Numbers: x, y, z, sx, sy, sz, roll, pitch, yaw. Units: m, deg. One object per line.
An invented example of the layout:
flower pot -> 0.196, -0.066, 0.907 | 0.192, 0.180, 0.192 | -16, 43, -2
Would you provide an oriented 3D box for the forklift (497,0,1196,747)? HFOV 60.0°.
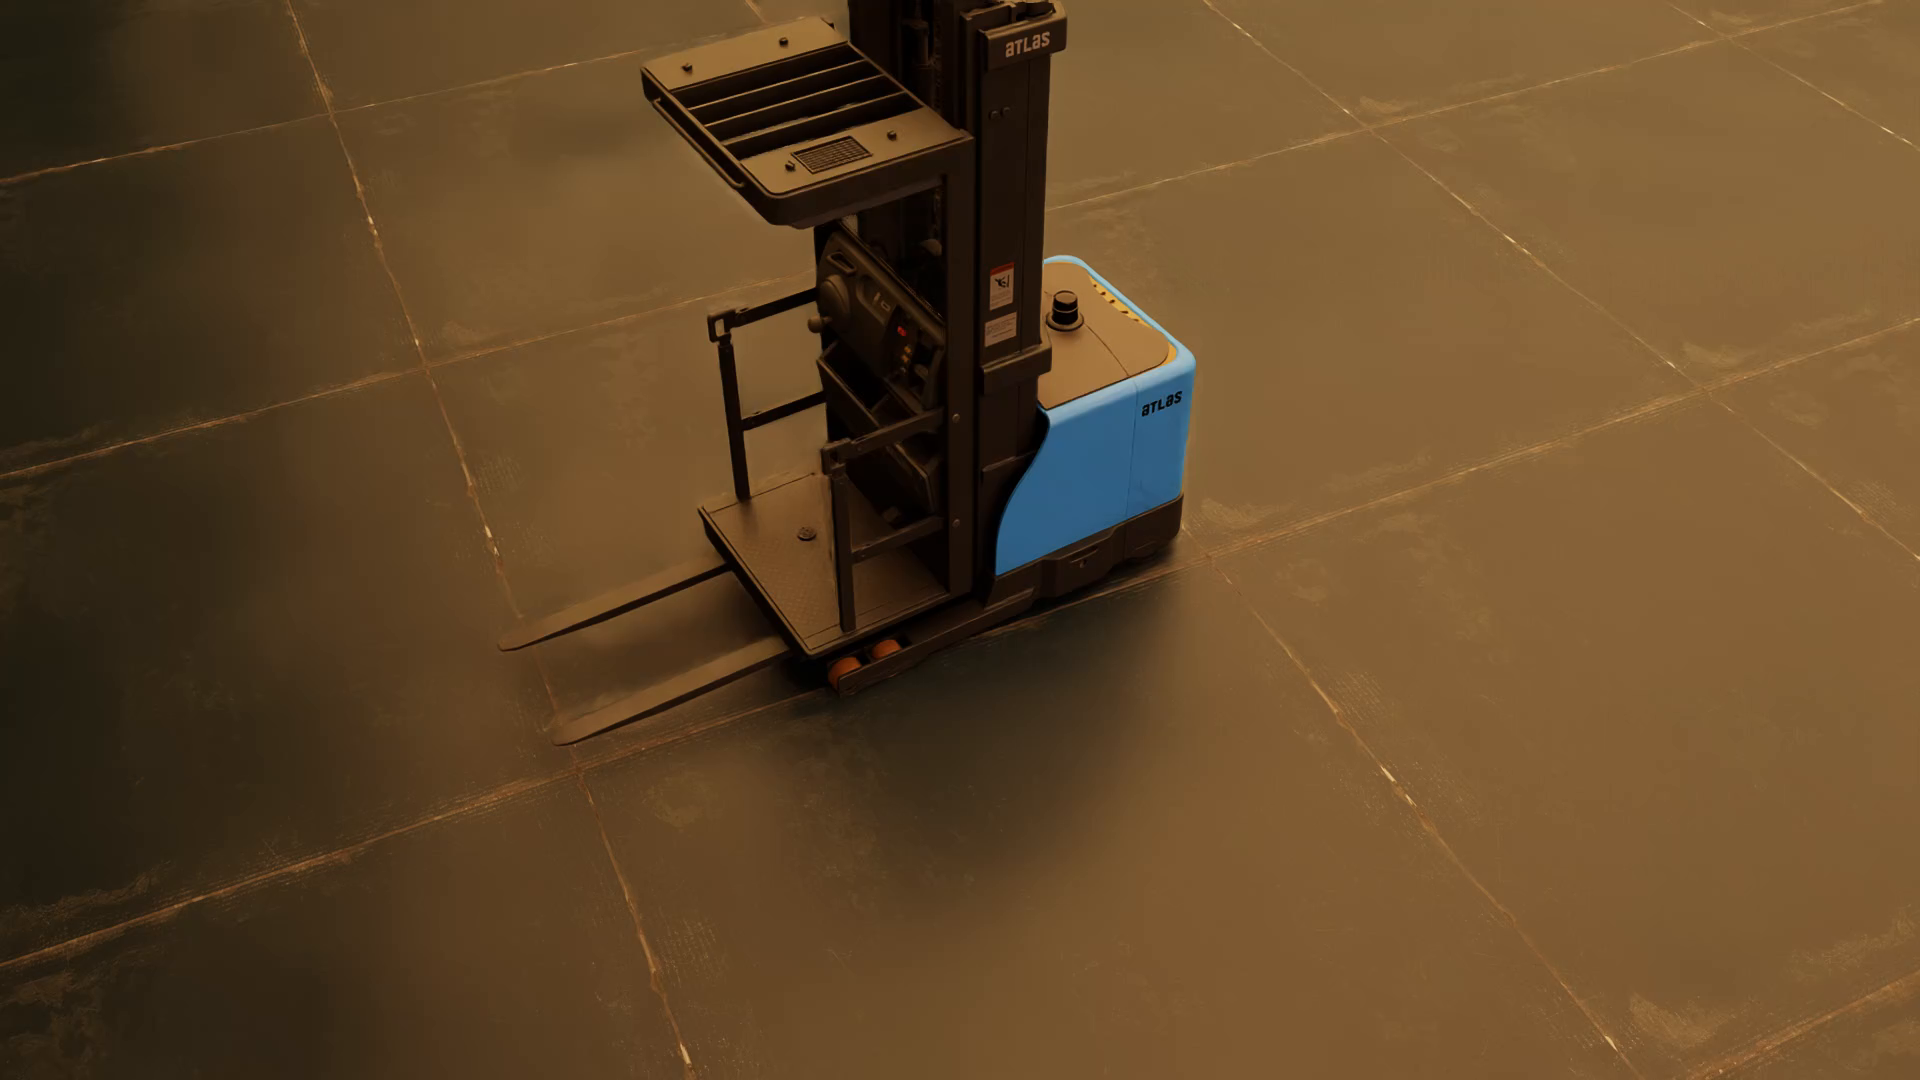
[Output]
forklift -> -0.498, -0.822, 6.561 | 3.031, 2.935, 1.130 | -23, 48, -23
